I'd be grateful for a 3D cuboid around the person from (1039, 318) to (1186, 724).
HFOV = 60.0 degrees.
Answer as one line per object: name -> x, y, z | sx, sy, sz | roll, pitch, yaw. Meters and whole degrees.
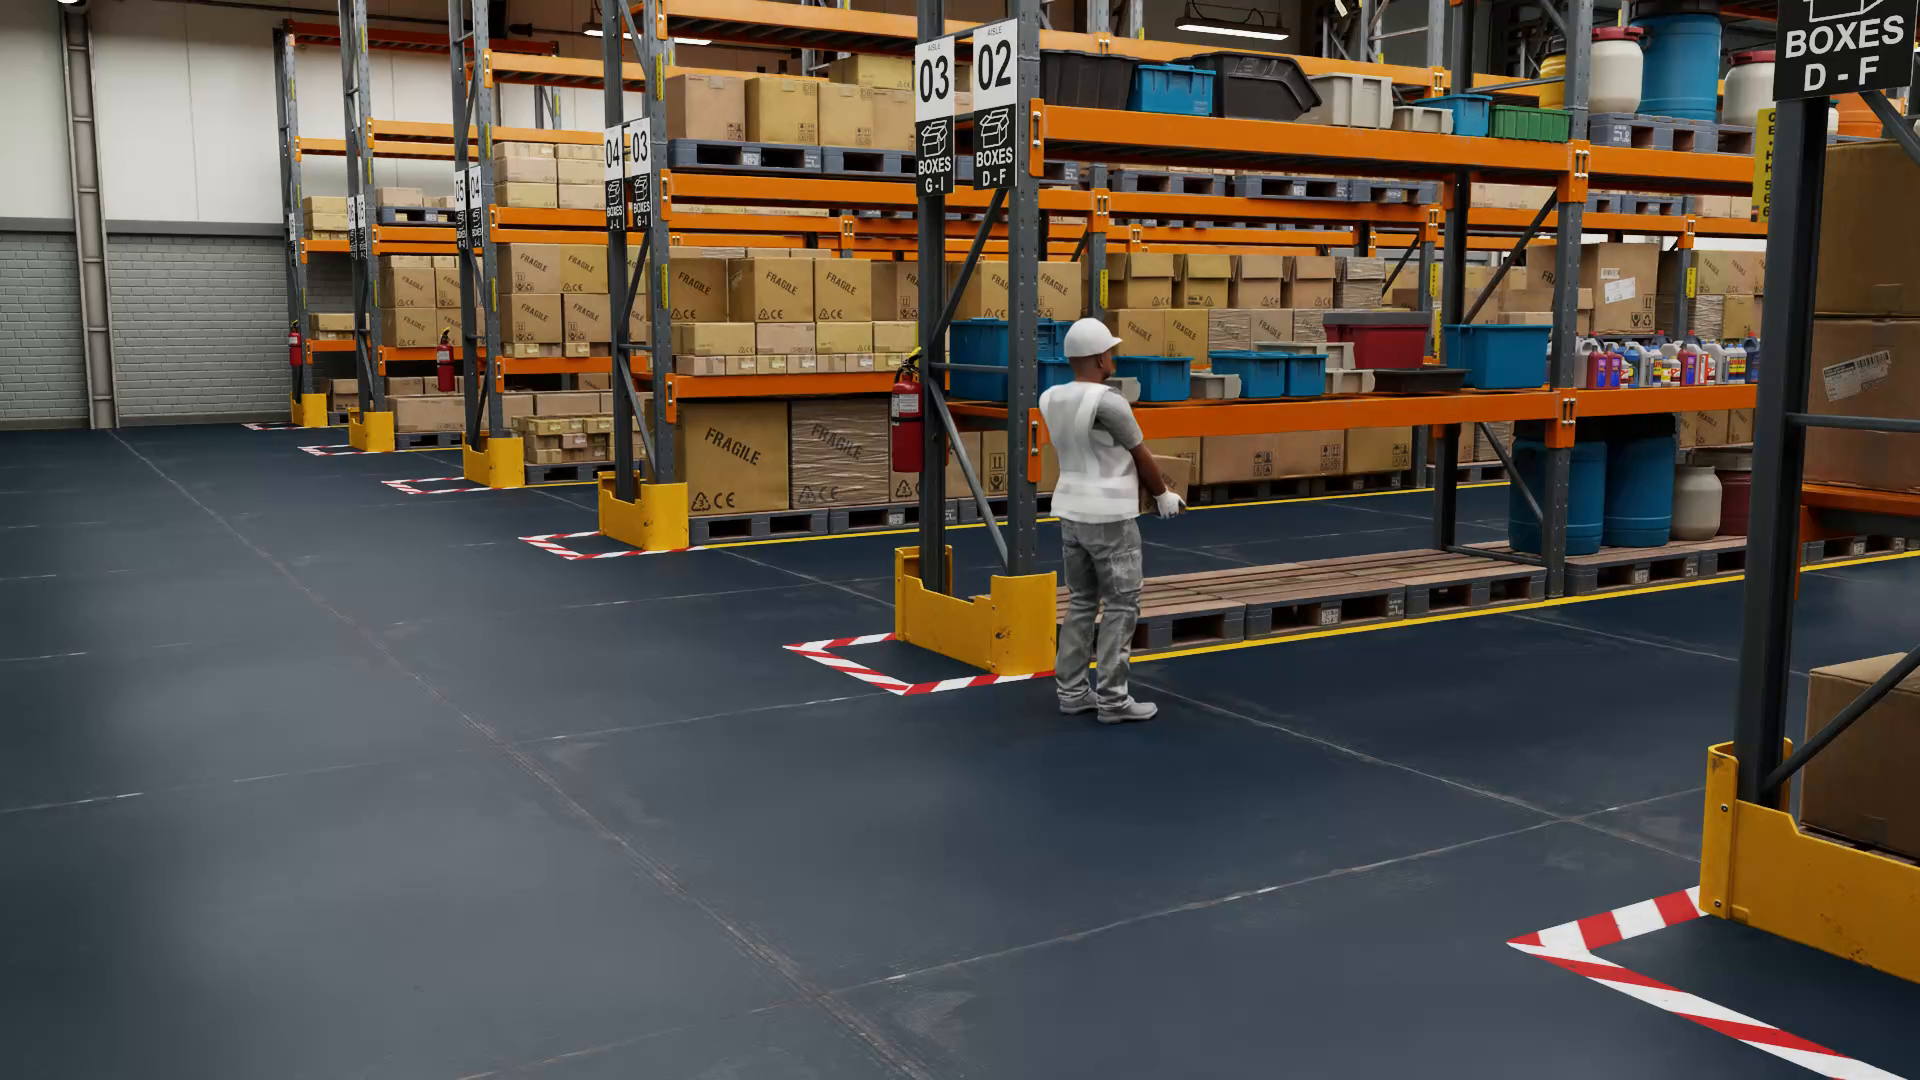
person -> 0.688, -0.094, 7.426 | 0.569, 1.779, 0.488 | -5, 9, -30
